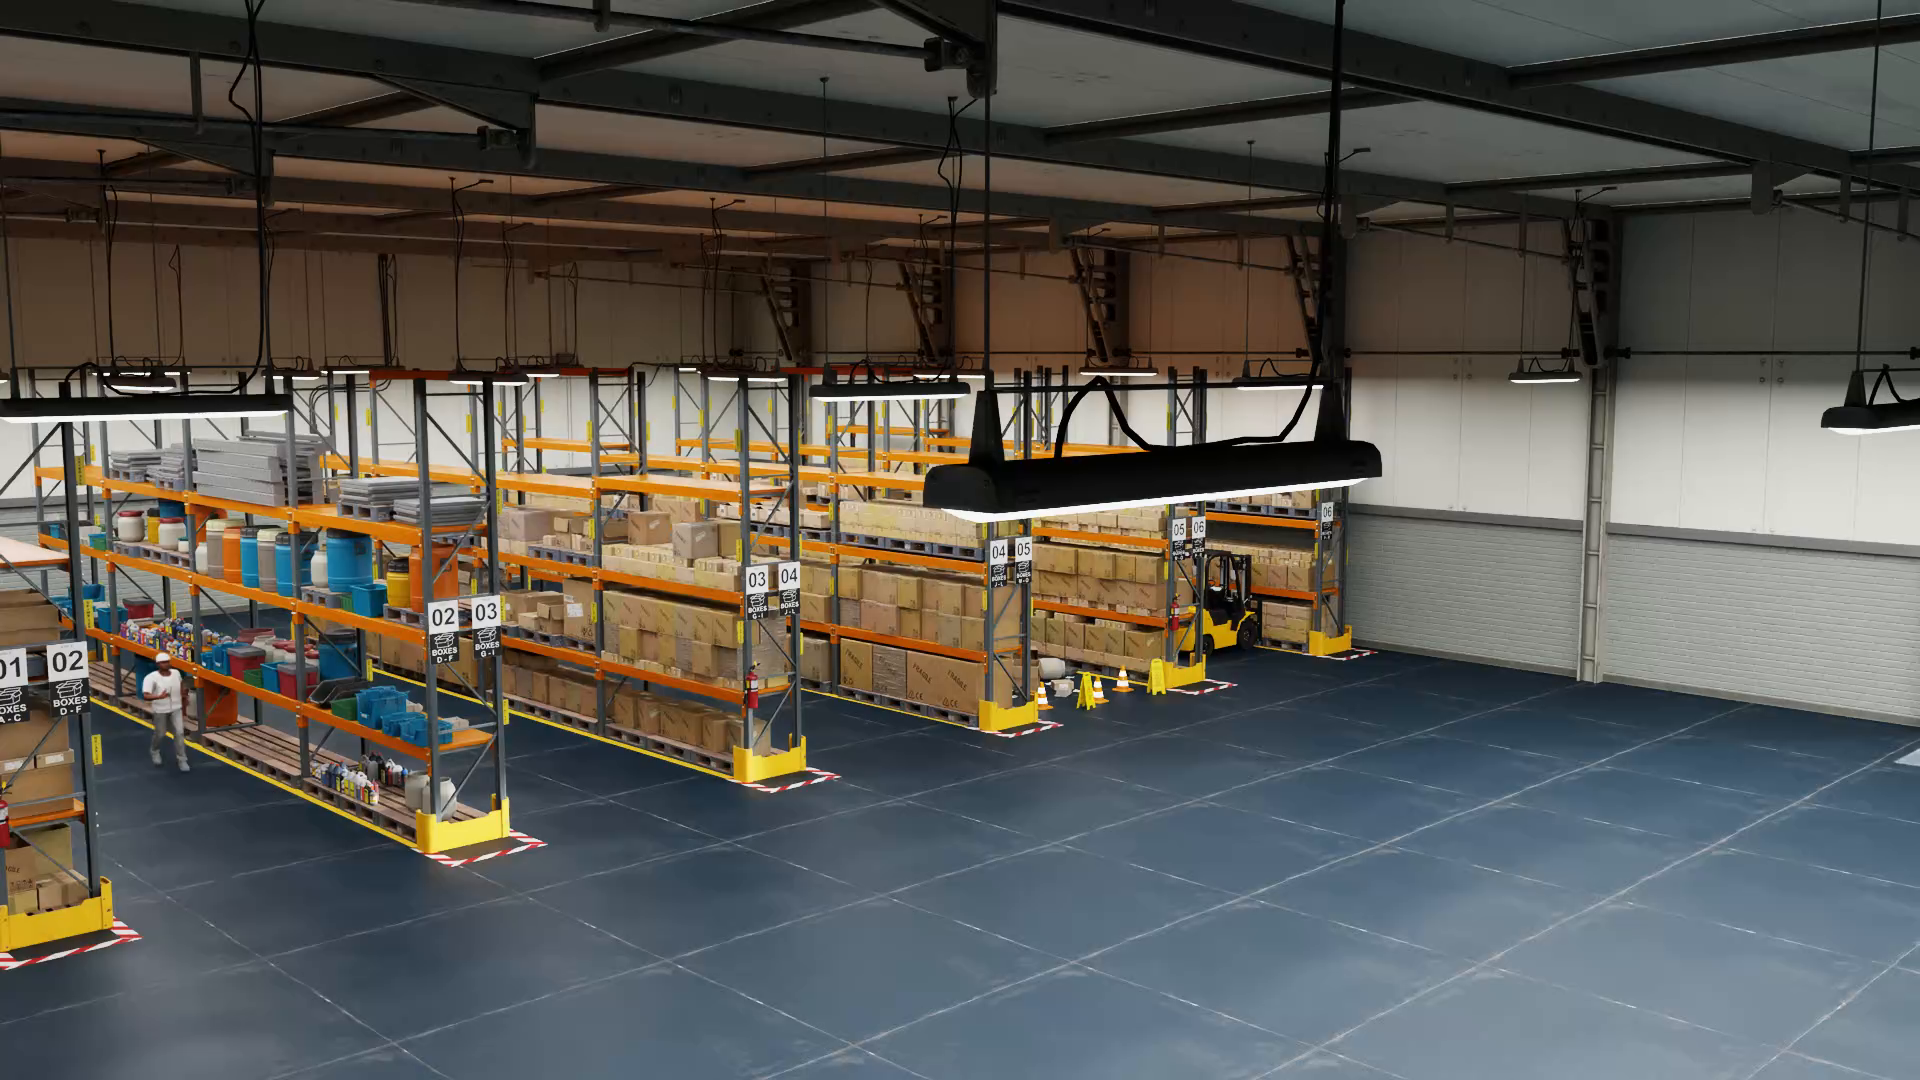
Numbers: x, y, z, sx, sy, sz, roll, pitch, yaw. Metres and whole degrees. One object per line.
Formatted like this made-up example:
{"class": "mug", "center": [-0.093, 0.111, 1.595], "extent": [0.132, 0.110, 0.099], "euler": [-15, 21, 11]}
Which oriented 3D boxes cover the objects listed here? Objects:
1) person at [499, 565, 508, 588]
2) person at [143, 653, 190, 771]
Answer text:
{"class": "person", "center": [-10.294, 1.372, 37.084], "extent": [0.551, 1.657, 0.711], "euler": [-5, 8, -37]}
{"class": "person", "center": [-12.005, 2.576, 25.179], "extent": [0.983, 1.760, 0.694], "euler": [6, 9, 42]}
